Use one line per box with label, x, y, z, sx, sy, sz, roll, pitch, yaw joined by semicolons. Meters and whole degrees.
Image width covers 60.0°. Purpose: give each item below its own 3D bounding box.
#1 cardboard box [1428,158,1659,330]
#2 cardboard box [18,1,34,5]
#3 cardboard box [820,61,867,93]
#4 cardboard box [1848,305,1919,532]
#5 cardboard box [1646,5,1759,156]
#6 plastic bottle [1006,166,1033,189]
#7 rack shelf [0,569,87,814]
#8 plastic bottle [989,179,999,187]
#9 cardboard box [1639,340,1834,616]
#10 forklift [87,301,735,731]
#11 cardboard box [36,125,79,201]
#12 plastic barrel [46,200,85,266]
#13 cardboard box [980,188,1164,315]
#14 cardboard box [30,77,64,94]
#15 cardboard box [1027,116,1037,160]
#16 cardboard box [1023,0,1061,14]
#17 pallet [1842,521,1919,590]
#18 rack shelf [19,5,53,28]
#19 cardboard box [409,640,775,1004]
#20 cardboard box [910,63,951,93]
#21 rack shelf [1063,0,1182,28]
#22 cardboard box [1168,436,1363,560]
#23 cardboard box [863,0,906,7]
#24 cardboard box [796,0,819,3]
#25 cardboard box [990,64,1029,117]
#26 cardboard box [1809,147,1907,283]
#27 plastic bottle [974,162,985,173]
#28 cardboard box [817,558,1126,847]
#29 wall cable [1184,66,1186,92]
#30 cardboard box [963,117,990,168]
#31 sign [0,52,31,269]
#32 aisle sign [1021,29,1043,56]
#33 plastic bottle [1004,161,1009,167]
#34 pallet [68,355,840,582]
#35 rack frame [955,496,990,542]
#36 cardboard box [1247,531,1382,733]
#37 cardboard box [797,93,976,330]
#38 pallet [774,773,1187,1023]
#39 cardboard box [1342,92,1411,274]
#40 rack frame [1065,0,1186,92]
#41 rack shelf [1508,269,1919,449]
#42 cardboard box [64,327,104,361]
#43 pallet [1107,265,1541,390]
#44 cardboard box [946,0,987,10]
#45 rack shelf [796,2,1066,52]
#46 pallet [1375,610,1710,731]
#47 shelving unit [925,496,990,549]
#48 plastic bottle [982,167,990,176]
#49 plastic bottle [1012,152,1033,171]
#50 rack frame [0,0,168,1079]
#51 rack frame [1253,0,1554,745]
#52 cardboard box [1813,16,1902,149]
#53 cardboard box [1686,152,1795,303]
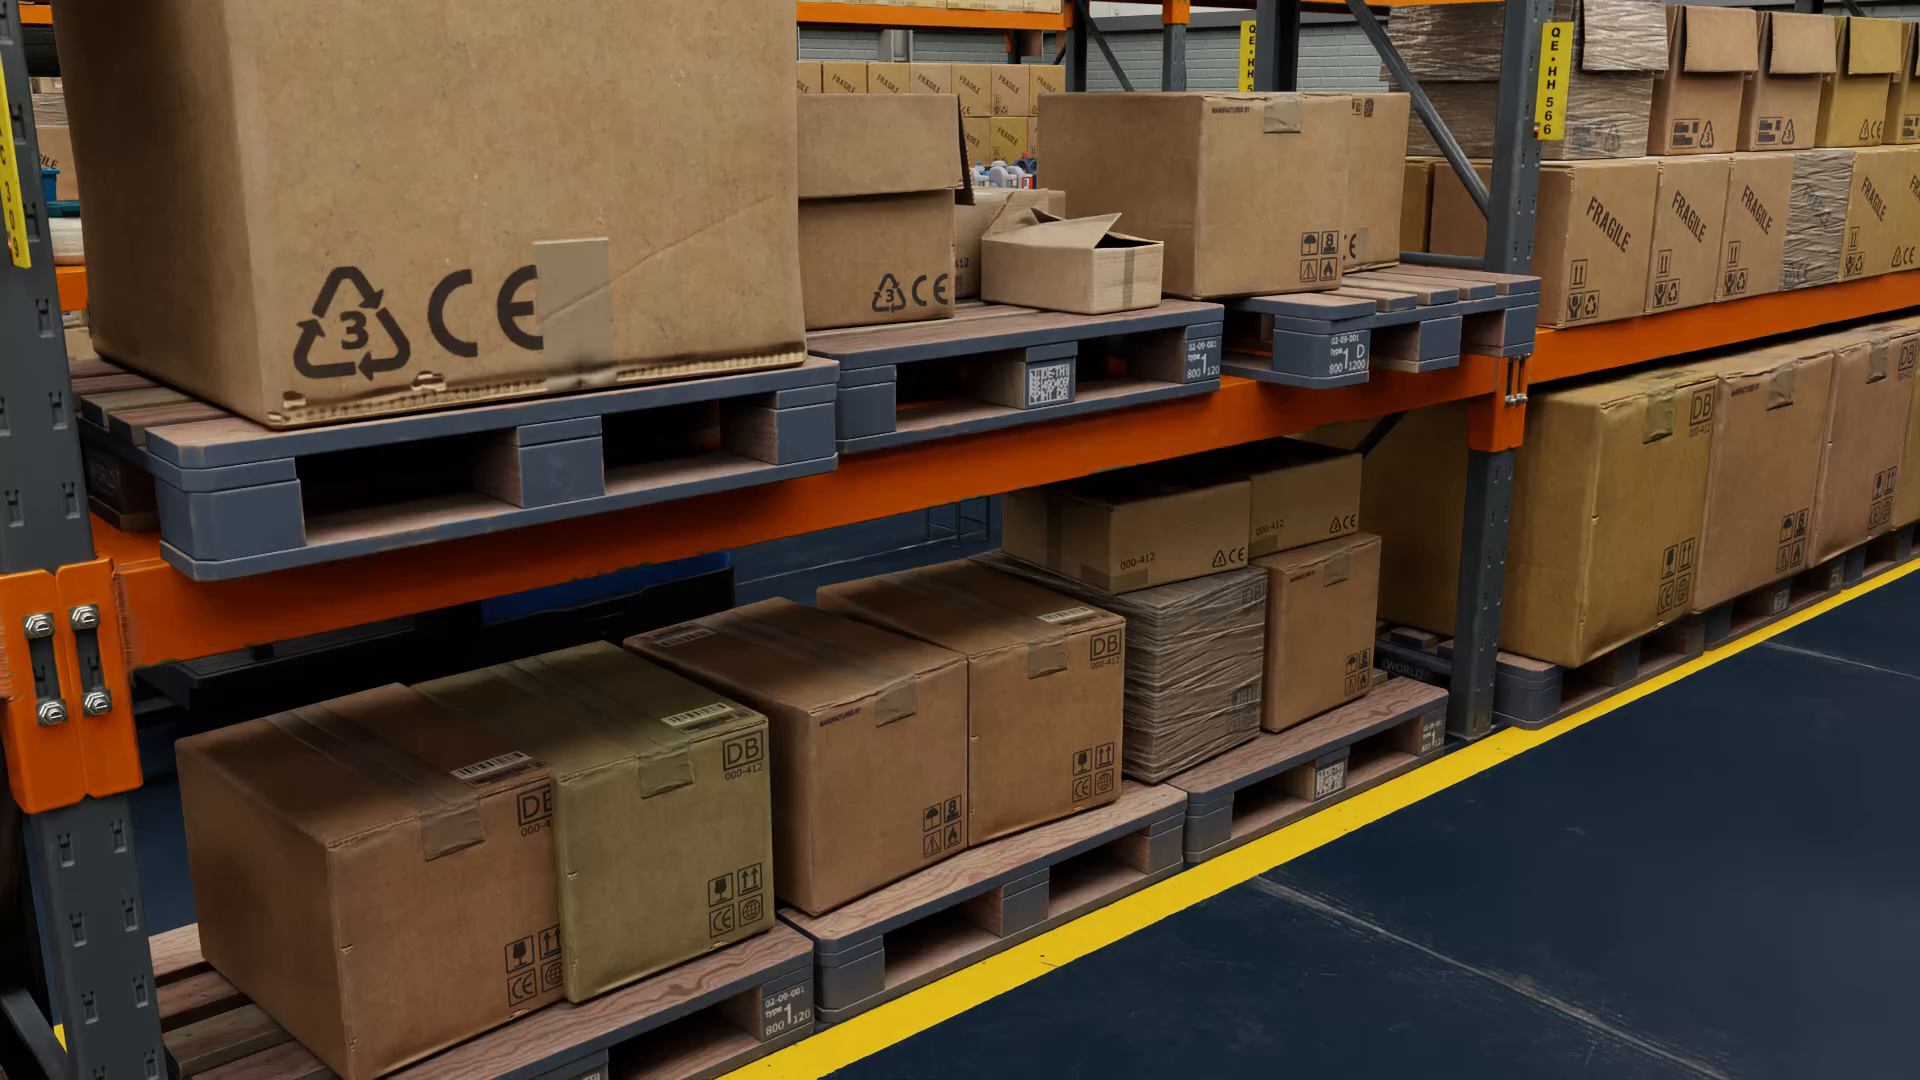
cardboard box;1.888;-0.981;5.418;0.500;0.500;0.500;-12;19;-38
cardboard box;-8.777;-5.038;15.119;0.500;0.311;0.500;-13;19;-39
cardboard box;-1.210;-4.154;15.359;0.500;0.500;0.500;-13;20;-41
cardboard box;3.891;-0.645;7.657;0.875;0.875;1.225;-13;19;-39
cardboard box;2.399;-1.667;6.041;0.637;0.503;0.797;-12;19;-38
plastic bottle;0.368;-2.209;10.446;0.135;0.276;0.152;-13;19;-39
rack shelf;-3.183;0.460;1.608;4.000;0.370;1.077;-13;19;-39
plastic bottle;0.197;-2.125;10.277;0.097;0.201;0.097;0;15;0
cardboard box;2.555;-0.342;6.523;0.875;0.875;1.225;-13;19;-39
forklift;-2.256;-0.850;5.252;3.031;2.935;1.130;-14;20;-42
cardboard box;-6.412;-2.594;11.454;0.500;0.500;0.500;-14;20;-42
plastic barrel;-3.827;-1.318;7.139;0.301;0.262;0.301;0;15;0
cardboard box;0.262;-0.707;4.029;0.258;0.266;0.396;-13;20;-41
cardboard box;-8.652;-4.307;15.757;0.380;0.149;0.250;13;20;40
cardboard box;0.719;-4.107;17.121;0.500;0.500;0.500;-12;19;-38
cardboard box;0.664;-5.426;16.731;0.500;0.250;0.500;-13;19;-39
pallet;3.828;-0.089;7.673;1.213;0.211;1.003;-13;19;-39
rack shelf;-9.920;-4.559;14.588;4.000;0.370;1.077;-13;19;-39
cardboard box;-0.825;0.592;3.712;0.500;0.500;0.700;-13;20;-40
cardboard box;-0.433;-4.329;16.013;0.500;0.500;0.500;-12;19;-38
rack shelf;-0.399;-3.308;9.904;4.000;0.370;1.077;-13;19;-39
cardboard box;0.857;-0.151;5.043;0.500;0.250;0.500;-12;19;-37
cardboard box;-0.852;-5.090;15.470;0.500;0.250;0.500;-13;19;-39
cardboard box;-1.610;-4.921;14.840;0.500;0.250;0.500;-13;19;-39
cardboard box;0.342;-4.505;16.671;0.500;0.500;0.500;-12;19;-38
cardboard box;3.420;-1.325;6.703;0.500;0.500;0.500;-13;20;-40
plastic bottle;0.129;-2.403;11.182;0.097;0.271;0.097;0;15;0
cardboard box;0.018;0.403;4.421;0.500;0.500;0.700;-11;18;-35
wall cable;2.125;-7.439;24.178;0.112;2.526;3.097;-13;19;-39
cardboard box;-0.050;-3.935;16.477;0.500;0.500;0.500;-12;19;-39
sign;-1.312;-0.540;2.281;0.005;0.325;0.100;-13;19;-39
aisle sign;0.737;-5.513;17.538;0.004;0.787;0.394;-13;19;-39
plastic bottle;0.303;-2.442;11.329;0.097;0.271;0.097;0;15;0
pallet;-1.002;-0.234;3.187;1.213;0.211;1.003;-13;19;-39
rack frame;0.058;-0.593;7.644;0.006;1.200;0.240;-13;19;-39
cardboard box;0.851;0.209;5.147;0.500;0.500;0.700;-14;20;-42
cardboard box;-0.427;-0.790;3.883;0.637;0.503;0.797;-10;18;-34
pallet;-0.167;0.781;4.416;1.213;0.211;1.003;-13;19;-39
cardboard box;0.962;-1.056;4.882;0.500;0.500;0.500;13;20;40
rack frame;1.109;-2.545;11.467;0.127;3.000;1.000;-13;19;-39
rack shelf;2.852;-0.895;6.682;4.000;0.370;1.077;-13;19;-39
cardboard box;-6.162;-1.398;11.686;0.500;0.250;0.500;-12;19;-38
pallet;0.875;-0.669;4.816;1.003;0.211;1.213;-13;19;-39
cardboard box;-0.089;-5.257;16.095;0.500;0.250;0.500;-13;19;-39
rack shelf;-0.631;-4.951;16.054;4.000;0.370;1.077;-13;19;-39
pallet;1.987;0.325;6.125;1.213;0.211;1.003;-13;19;-39
shelving unit;-0.011;-0.577;7.586;0.189;1.200;0.258;-13;19;-39
plastic bottle;0.171;-2.205;10.440;0.097;0.271;0.097;0;15;0
plastic bottle;0.397;-2.299;10.640;0.185;0.351;0.144;-13;19;-39
rack frame;-1.674;-0.226;2.784;0.127;3.000;1.000;-13;19;-39
rack frame;1.343;-0.904;5.320;0.127;3.000;1.000;-13;19;-39
cardboard box;3.359;-1.890;6.877;0.637;0.503;0.797;-12;19;-39
cardboard box;2.660;-1.157;6.074;0.500;0.500;0.500;-13;20;-40
